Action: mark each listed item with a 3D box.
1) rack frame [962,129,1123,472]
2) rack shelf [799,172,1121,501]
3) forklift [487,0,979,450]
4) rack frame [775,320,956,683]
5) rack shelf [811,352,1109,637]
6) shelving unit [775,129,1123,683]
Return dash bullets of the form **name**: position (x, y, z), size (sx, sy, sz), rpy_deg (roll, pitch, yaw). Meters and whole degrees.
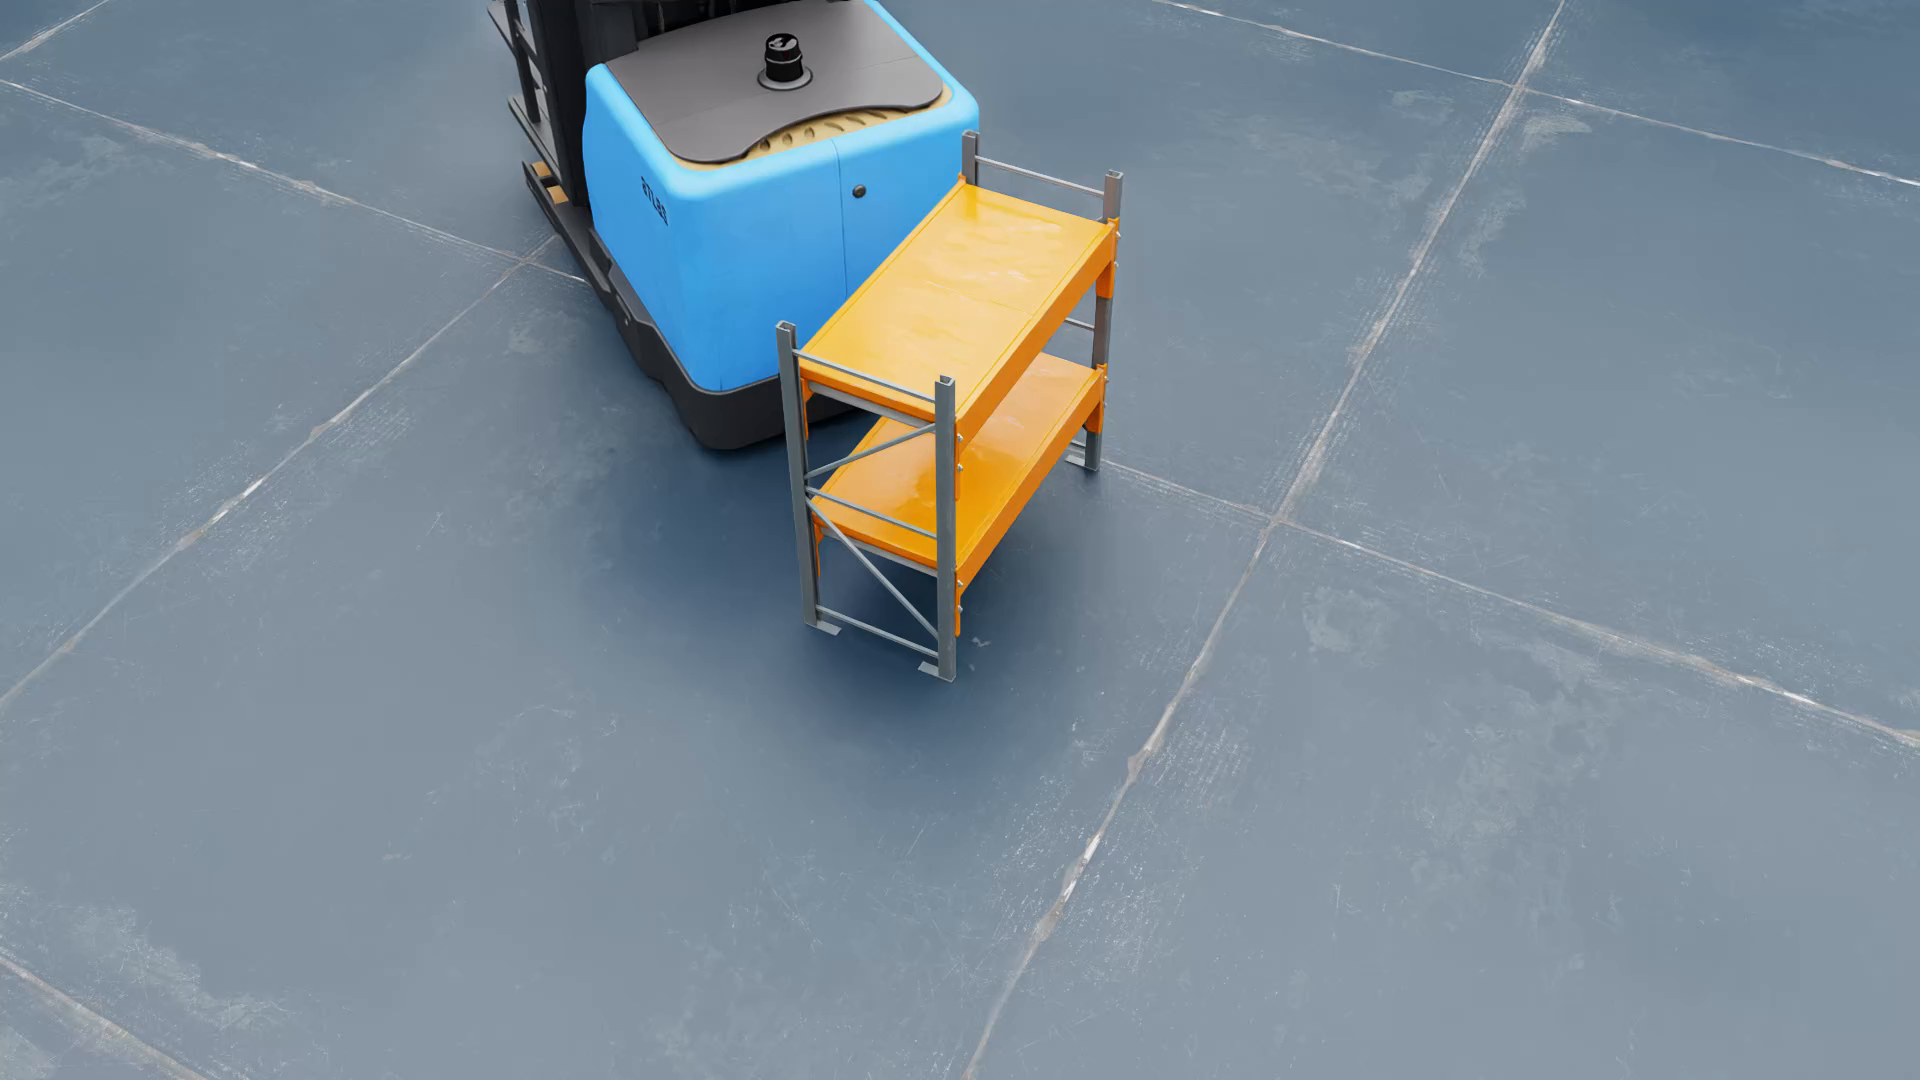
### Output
- **rack frame**: position (0.233, -0.711, 5.162), size (0.500, 1.125, 0.032), rpy_deg (20, 49, 19)
- **rack shelf**: position (-0.003, -0.597, 4.638), size (0.538, 0.278, 1.000), rpy_deg (20, 49, 19)
- **forklift**: position (-1.057, -2.373, 5.535), size (1.130, 2.935, 3.031), rpy_deg (-21, 49, -19)
- **rack frame**: position (-0.239, -0.071, 4.529), size (0.500, 1.125, 0.032), rpy_deg (20, 49, 19)
- **rack shelf**: position (-0.003, -0.219, 5.020), size (0.538, 0.278, 1.000), rpy_deg (20, 49, 19)
- **shelving unit**: position (-0.003, -0.391, 4.846), size (0.538, 1.125, 1.048), rpy_deg (20, 49, 19)
